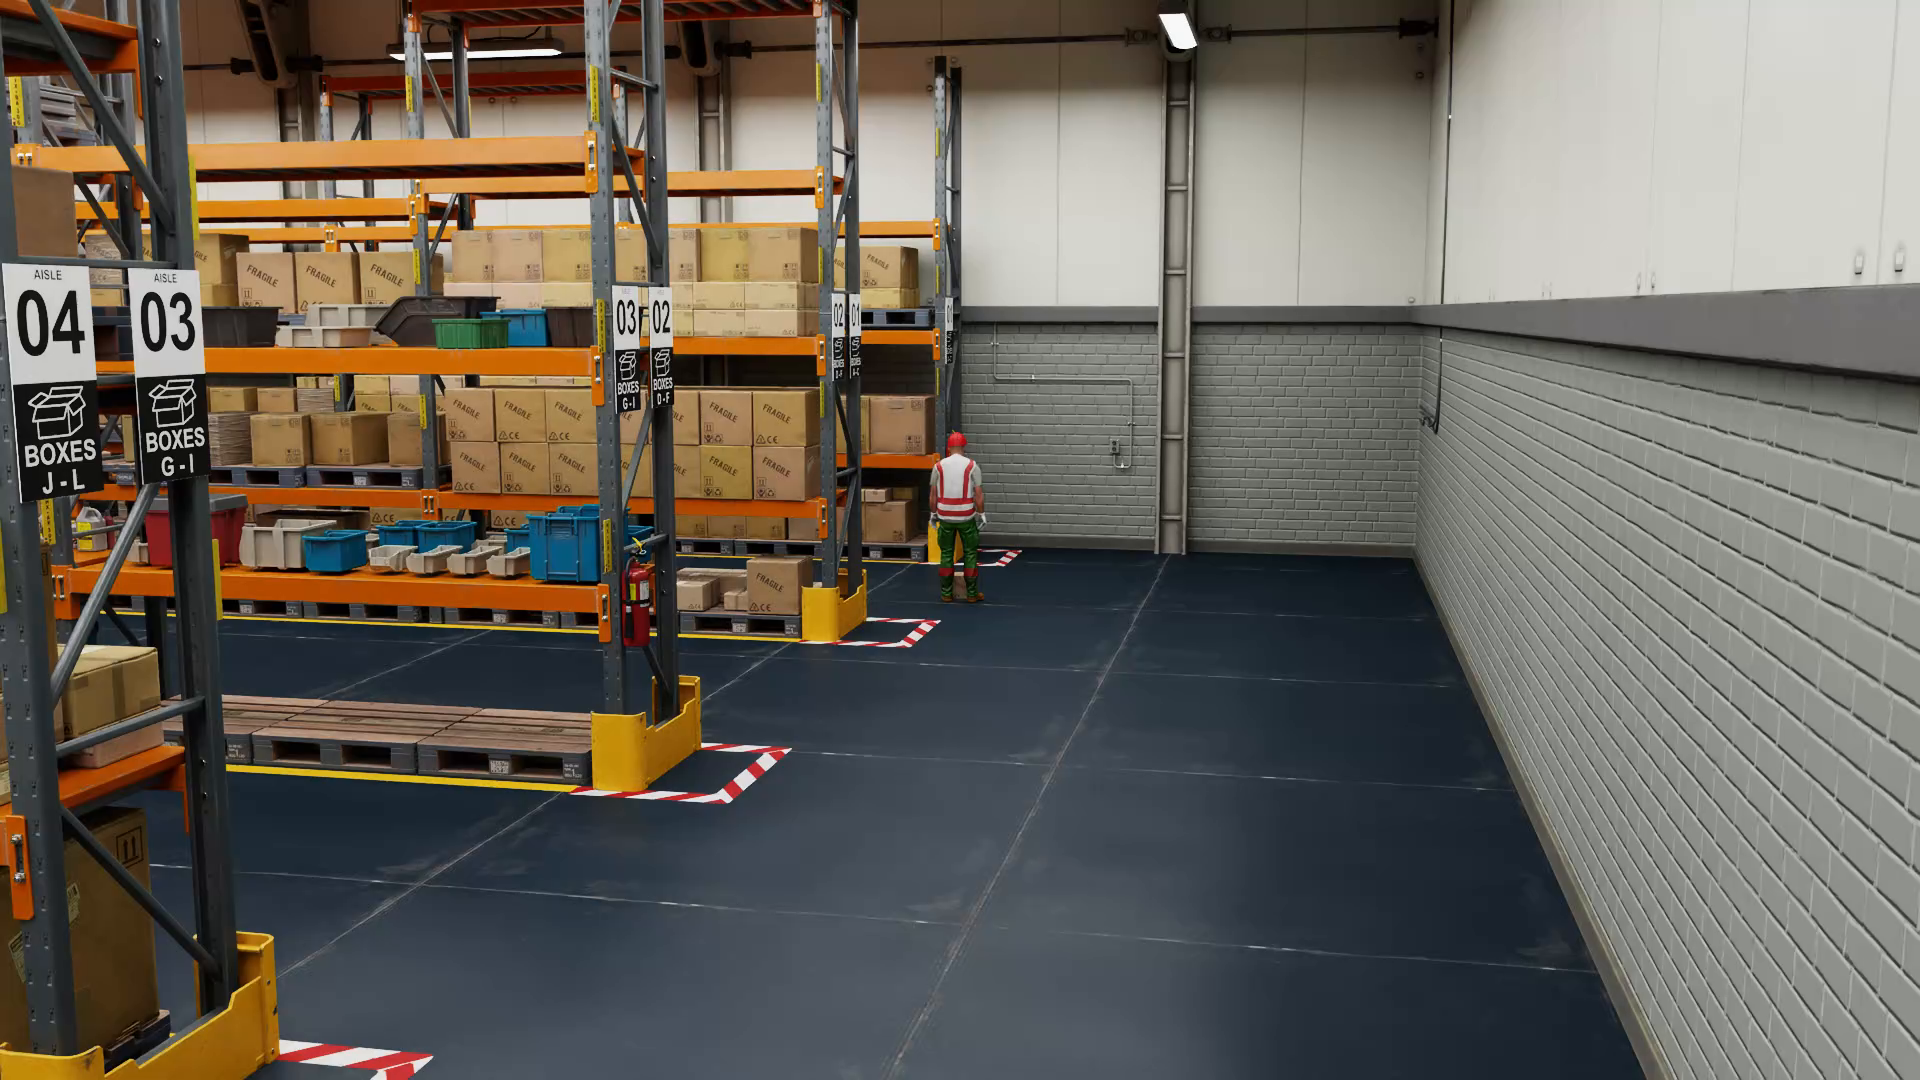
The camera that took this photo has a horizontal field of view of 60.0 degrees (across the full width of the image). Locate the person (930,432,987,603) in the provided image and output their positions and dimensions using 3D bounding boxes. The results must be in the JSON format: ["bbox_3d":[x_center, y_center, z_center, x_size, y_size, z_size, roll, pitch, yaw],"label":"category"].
[{"bbox_3d":[-0.018,-0.238,17.484,0.606,1.778,0.453,2,8,11],"label":"person"}]
